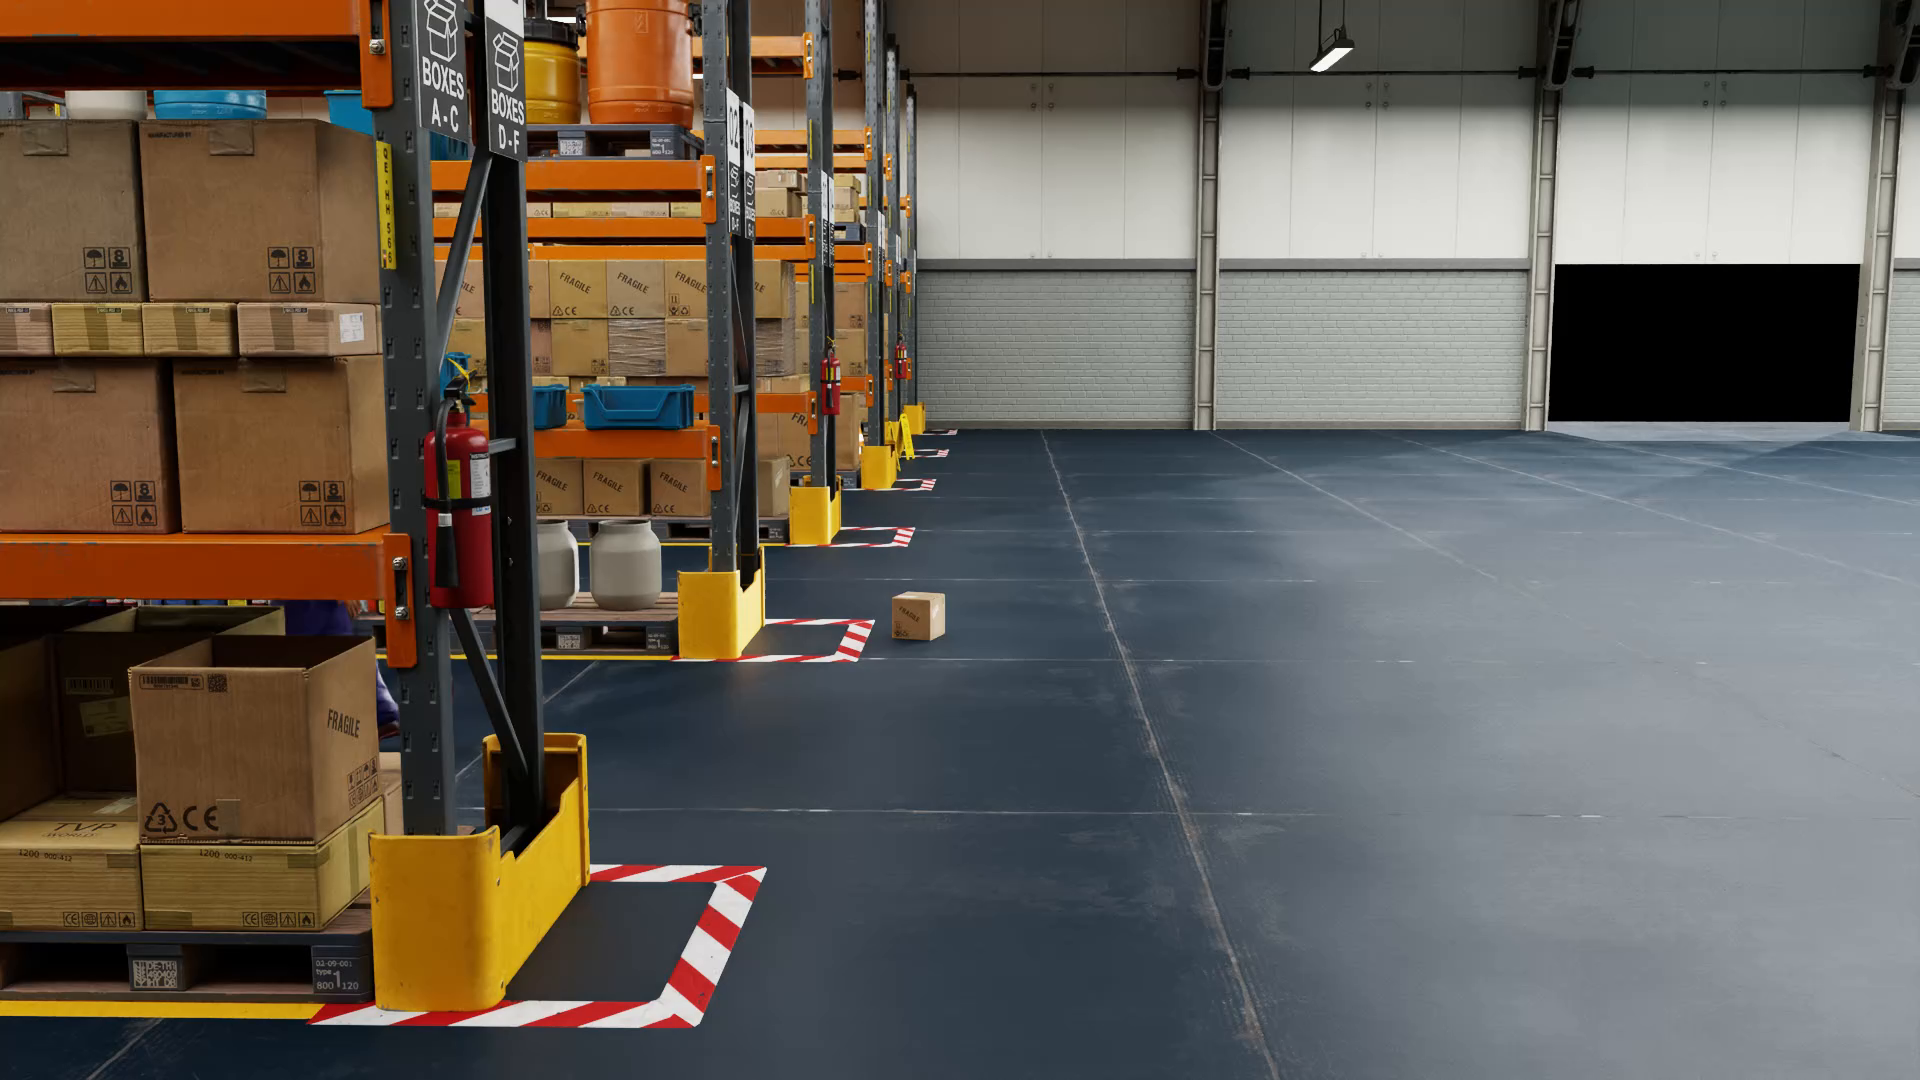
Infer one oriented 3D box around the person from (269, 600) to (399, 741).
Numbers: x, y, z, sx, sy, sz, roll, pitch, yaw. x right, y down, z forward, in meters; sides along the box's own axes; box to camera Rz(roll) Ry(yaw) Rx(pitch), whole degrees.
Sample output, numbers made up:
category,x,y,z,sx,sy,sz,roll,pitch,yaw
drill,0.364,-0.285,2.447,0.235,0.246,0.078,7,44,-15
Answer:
category,x,y,z,sx,sy,sz,roll,pitch,yaw
person,-2.856,0.157,7.095,0.936,1.588,0.503,-5,9,-36
